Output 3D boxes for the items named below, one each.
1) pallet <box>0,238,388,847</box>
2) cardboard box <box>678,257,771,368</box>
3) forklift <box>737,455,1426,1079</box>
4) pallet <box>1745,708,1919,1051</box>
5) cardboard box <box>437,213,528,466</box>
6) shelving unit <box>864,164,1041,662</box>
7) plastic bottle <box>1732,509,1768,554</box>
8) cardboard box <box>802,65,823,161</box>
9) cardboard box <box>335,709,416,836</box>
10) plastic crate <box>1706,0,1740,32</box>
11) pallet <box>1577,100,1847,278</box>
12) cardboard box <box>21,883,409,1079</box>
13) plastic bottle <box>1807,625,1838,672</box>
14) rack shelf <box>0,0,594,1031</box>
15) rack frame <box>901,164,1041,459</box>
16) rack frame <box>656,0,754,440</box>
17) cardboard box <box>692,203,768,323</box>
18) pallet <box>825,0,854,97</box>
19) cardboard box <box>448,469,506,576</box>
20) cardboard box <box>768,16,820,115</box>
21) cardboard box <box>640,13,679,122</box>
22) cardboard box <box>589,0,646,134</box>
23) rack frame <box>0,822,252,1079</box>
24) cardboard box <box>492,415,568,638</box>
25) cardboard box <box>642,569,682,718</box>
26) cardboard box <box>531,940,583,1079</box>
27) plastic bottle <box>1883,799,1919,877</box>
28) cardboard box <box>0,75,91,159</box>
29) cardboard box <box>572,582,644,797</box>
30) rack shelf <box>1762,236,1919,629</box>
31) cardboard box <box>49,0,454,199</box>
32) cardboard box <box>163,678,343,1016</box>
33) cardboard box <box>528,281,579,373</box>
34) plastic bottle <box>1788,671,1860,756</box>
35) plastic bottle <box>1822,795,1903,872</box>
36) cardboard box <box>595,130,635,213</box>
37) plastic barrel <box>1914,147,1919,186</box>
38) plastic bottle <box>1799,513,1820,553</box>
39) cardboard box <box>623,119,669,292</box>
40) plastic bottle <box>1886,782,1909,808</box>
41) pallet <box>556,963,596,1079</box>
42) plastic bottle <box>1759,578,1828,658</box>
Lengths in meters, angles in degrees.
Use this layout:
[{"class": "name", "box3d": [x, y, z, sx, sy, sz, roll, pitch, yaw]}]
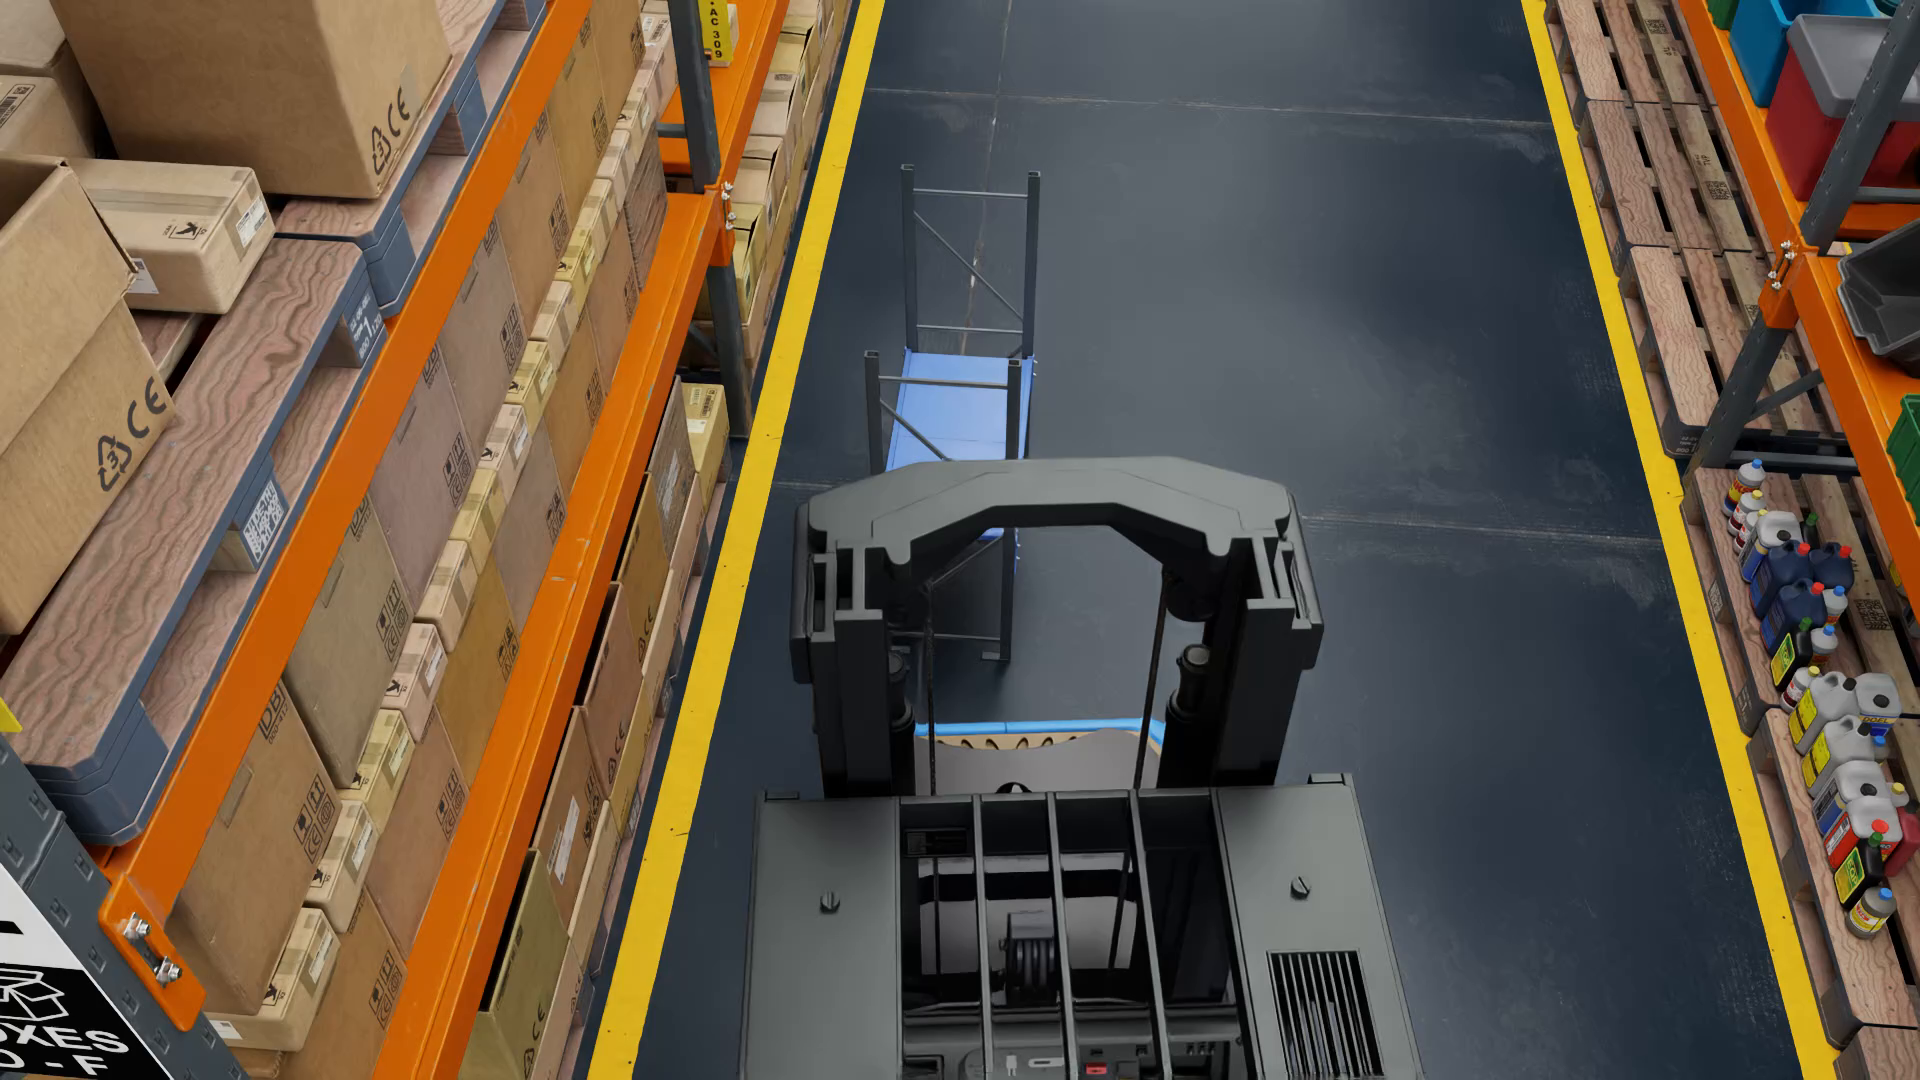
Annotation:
[{"class": "pallet", "box3d": [-1.677, -0.083, 2.846, 1.003, 0.211, 1.213, 4, 48, 4]}, {"class": "cardboard box", "box3d": [-1.119, -1.016, 7.251, 0.500, 0.250, 0.500, 3, 48, 3]}, {"class": "forklift", "box3d": [0.183, 1.354, 3.551, 1.130, 2.935, 3.031, -1, 48, -1]}, {"class": "pallet", "box3d": [3.319, 1.144, 5.586, 1.003, 0.211, 1.213, 4, 48, 4]}, {"class": "cardboard box", "box3d": [-1.574, -0.561, 4.309, 0.700, 0.500, 0.500, 4, 48, 4]}, {"class": "shelving unit", "box3d": [-0.008, -0.443, 6.165, 0.538, 1.500, 1.048, 4, 48, 4]}, {"class": "plastic bottle", "box3d": [3.046, -0.036, 6.375, 0.097, 0.201, 0.097, 0, 48, 0]}, {"class": "cardboard box", "box3d": [-0.979, -2.146, 8.285, 0.500, 0.250, 0.500, 5, 48, 4]}, {"class": "cardboard box", "box3d": [-1.471, 0.513, 3.766, 0.380, 0.149, 0.250, 4, 48, 4]}, {"class": "plastic crate", "box3d": [3.408, -2.414, 7.094, 0.450, 0.188, 0.662, 4, 48, 4]}, {"class": "pallet", "box3d": [3.672, -1.724, 8.210, 1.003, 0.211, 1.213, 4, 48, 4]}, {"class": "cardboard box", "box3d": [-1.712, 1.041, 3.723, 0.700, 0.500, 0.500, 4, 48, 4]}, {"class": "plastic bottle", "box3d": [3.050, 0.400, 5.928, 0.097, 0.271, 0.097, 0, 48, 0]}, {"class": "rack shelf", "box3d": [-1.585, -0.822, 3.950, 1.077, 0.370, 4.000, 4, 48, 4]}, {"class": "rack frame", "box3d": [0.039, -0.817, 6.507, 0.500, 1.500, 0.032, 4, 48, 4]}, {"class": "rack frame", "box3d": [-1.402, -1.522, 6.135, 1.000, 3.000, 0.127, 4, 48, 4]}, {"class": "cardboard box", "box3d": [-1.117, -1.212, 7.051, 0.500, 0.311, 0.500, 4, 48, 4]}, {"class": "pallet", "box3d": [-1.152, -2.918, 9.302, 1.003, 0.211, 1.213, 4, 48, 4]}, {"class": "cardboard box", "box3d": [-1.401, -0.056, 4.287, 0.380, 0.149, 0.250, 3, 48, 3]}, {"class": "cardboard box", "box3d": [-0.978, -2.342, 8.084, 0.500, 0.311, 0.500, 5, 48, 5]}, {"class": "cardboard box", "box3d": [-1.401, -1.836, 6.524, 0.500, 0.250, 0.500, 7, 48, 6]}, {"class": "cardboard box", "box3d": [-1.437, -1.667, 5.321, 0.700, 0.500, 0.500, 4, 48, 4]}, {"class": "rack frame", "box3d": [-1.767, 1.417, 3.447, 1.000, 3.000, 0.127, 4, 48, 4]}, {"class": "cardboard box", "box3d": [-1.573, -0.097, 4.764, 0.700, 0.500, 0.500, 5, 48, 5]}, {"class": "cardboard box", "box3d": [-1.313, 0.355, 5.998, 0.500, 0.250, 0.500, 4, 48, 4]}, {"class": "cardboard box", "box3d": [-1.455, 1.457, 4.990, 0.500, 0.250, 0.500, 4, 48, 4]}, {"class": "plastic bottle", "box3d": [3.053, 0.966, 5.403, 0.061, 0.283, 0.133, 4, 48, 4]}, {"class": "cardboard box", "box3d": [-1.925, -0.598, 2.979, 0.500, 0.250, 0.500, 4, 48, 4]}, {"class": "cardboard box", "box3d": [-1.357, 0.469, 5.385, 0.500, 0.500, 0.500, 4, 48, 4]}, {"class": "rack shelf", "box3d": [3.348, 0.526, 4.750, 1.077, 0.370, 4.000, 4, 48, 4]}, {"class": "cardboard box", "box3d": [-1.343, -1.020, 3.196, 0.500, 0.500, 0.500, 4, 48, 4]}, {"class": "cardboard box", "box3d": [-1.707, 0.564, 3.280, 0.700, 0.500, 0.500, 4, 48, 4]}, {"class": "cardboard box", "box3d": [-1.331, -0.628, 4.810, 0.380, 0.149, 0.250, 5, 48, 5]}, {"class": "plastic bottle", "box3d": [2.987, 0.575, 5.714, 0.144, 0.351, 0.185, 4, 48, 3]}, {"class": "plastic bottle", "box3d": [2.947, 0.961, 5.412, 0.152, 0.276, 0.135, 4, 48, 4]}, {"class": "cardboard box", "box3d": [-1.260, -1.186, 5.321, 0.380, 0.149, 0.250, 3, 48, 2]}, {"class": "plastic barrel", "box3d": [3.867, -1.619, 5.884, 0.600, 0.901, 0.708, 4, 48, 4]}, {"class": "plastic bottle", "box3d": [3.168, 0.033, 6.256, 0.061, 0.283, 0.133, 4, 48, 4]}, {"class": "cardboard box", "box3d": [-1.437, -1.229, 5.800, 0.700, 0.500, 0.500, 3, 48, 3]}, {"class": "plastic bottle", "box3d": [3.085, 0.879, 5.537, 0.097, 0.201, 0.097, 0, 48, 0]}, {"class": "pallet", "box3d": [-1.739, 1.793, 4.993, 1.003, 0.211, 1.213, 4, 48, 4]}, {"class": "plastic bottle", "box3d": [3.026, 0.263, 6.000, 0.144, 0.351, 0.185, 2, 48, 2]}]
